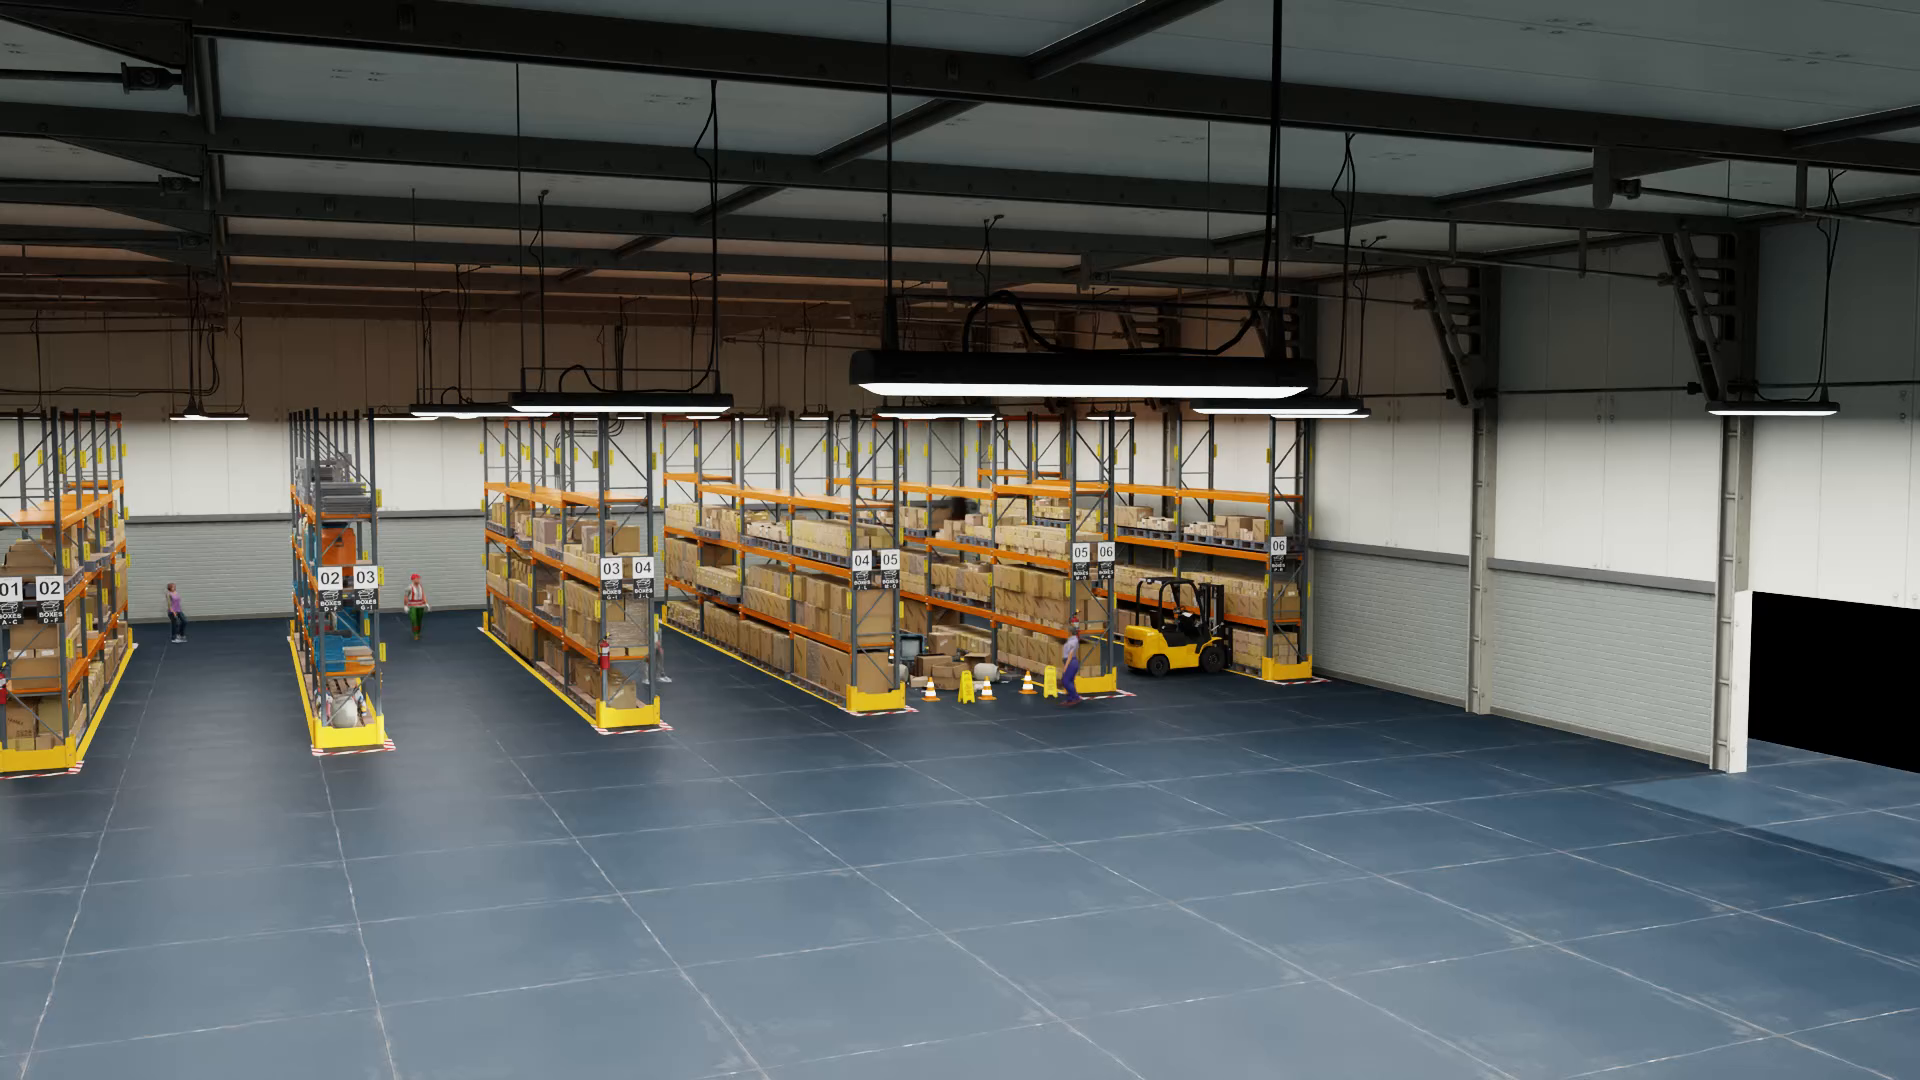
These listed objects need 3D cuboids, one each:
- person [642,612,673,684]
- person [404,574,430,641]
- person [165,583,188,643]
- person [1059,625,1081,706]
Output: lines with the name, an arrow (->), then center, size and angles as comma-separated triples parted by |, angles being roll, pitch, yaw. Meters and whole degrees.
person -> -6.695, 2.364, 36.637 | 0.580, 1.594, 0.584 | 0, 4, 5
person -> -14.322, 1.761, 43.869 | 0.643, 1.737, 1.051 | -2, 4, -26
person -> -20.344, 1.905, 43.174 | 0.451, 1.553, 0.539 | 2, 4, 27
person -> 2.230, 2.553, 33.647 | 0.411, 1.641, 0.528 | 0, 4, -5
